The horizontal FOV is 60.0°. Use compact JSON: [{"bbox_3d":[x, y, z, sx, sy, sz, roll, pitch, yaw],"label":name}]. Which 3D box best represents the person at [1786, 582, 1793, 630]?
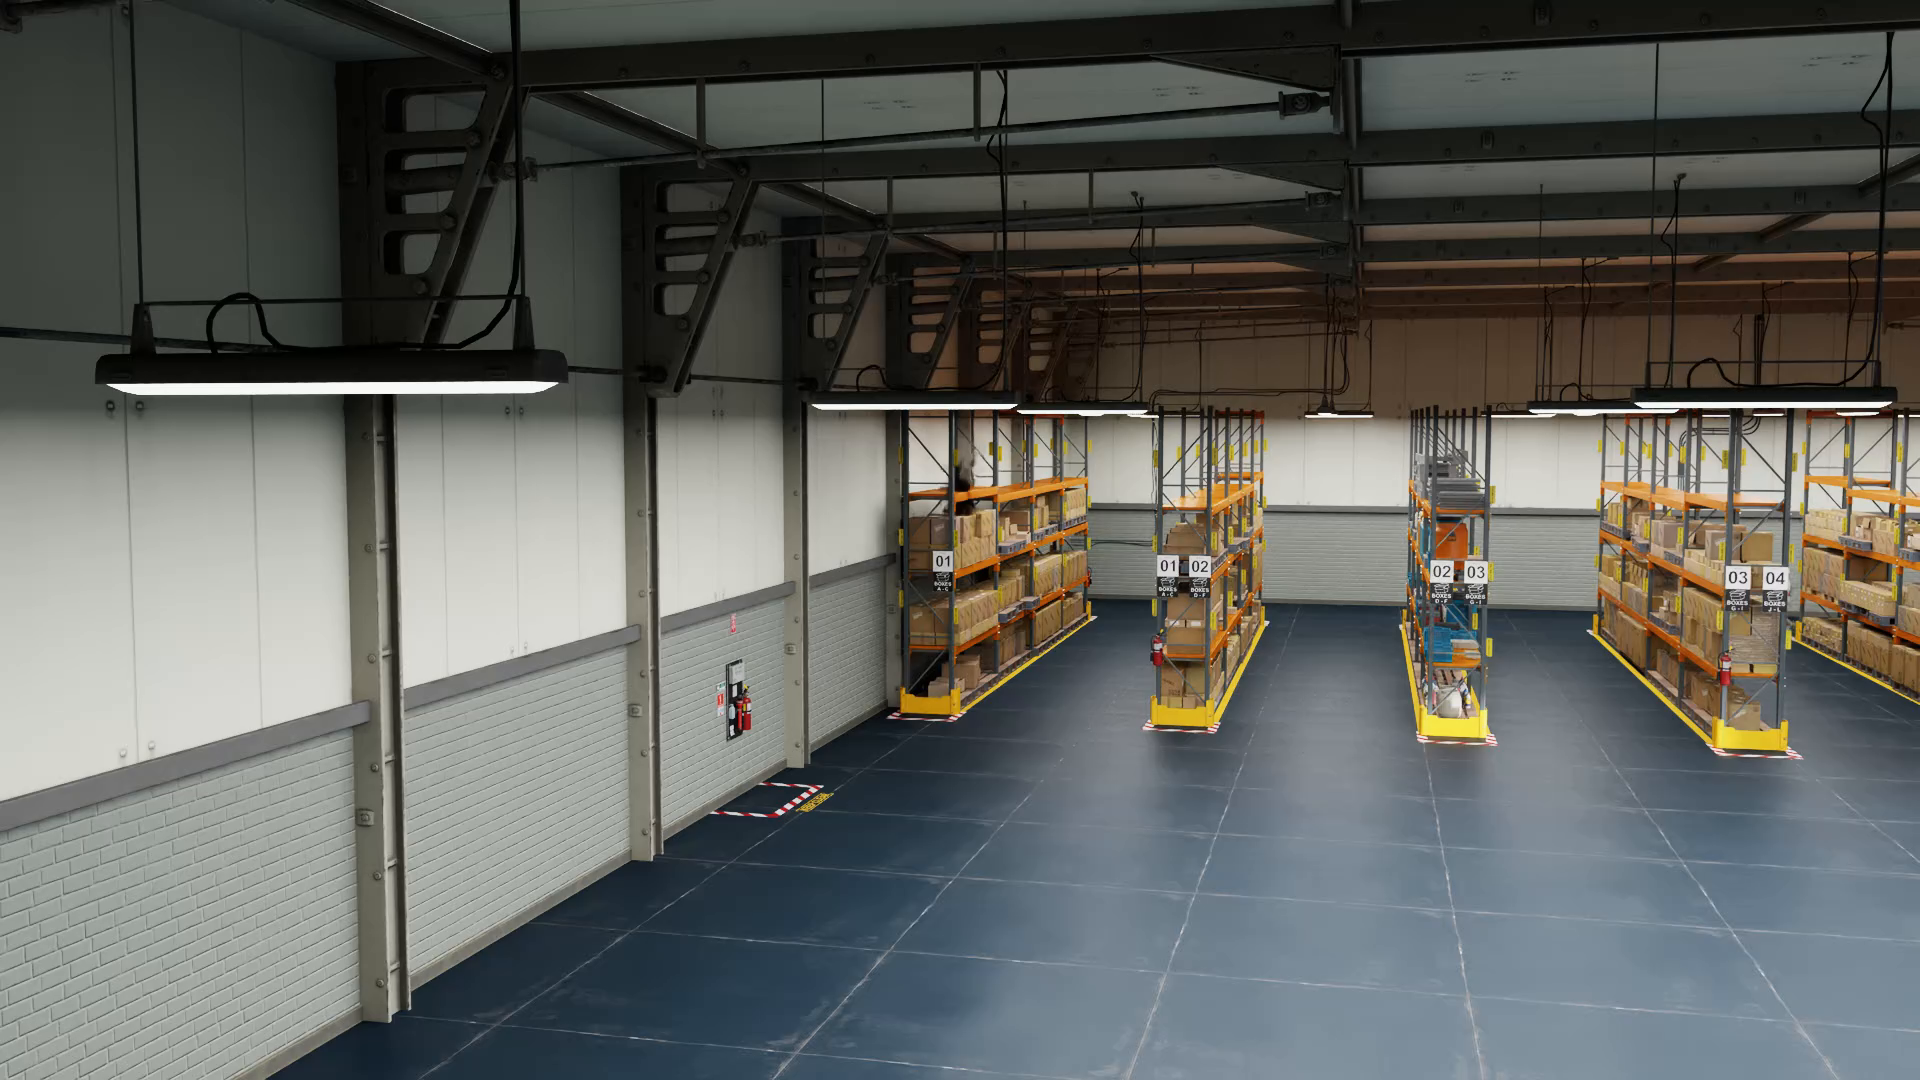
[{"bbox_3d":[21.852,1.661,44.334,0.910,1.744,0.736,-1,4,-9],"label":"person"}]

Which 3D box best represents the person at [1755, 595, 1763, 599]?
[{"bbox_3d":[21.314,1.748,44.390,0.540,1.666,0.762,-2,4,-22],"label":"person"}]
